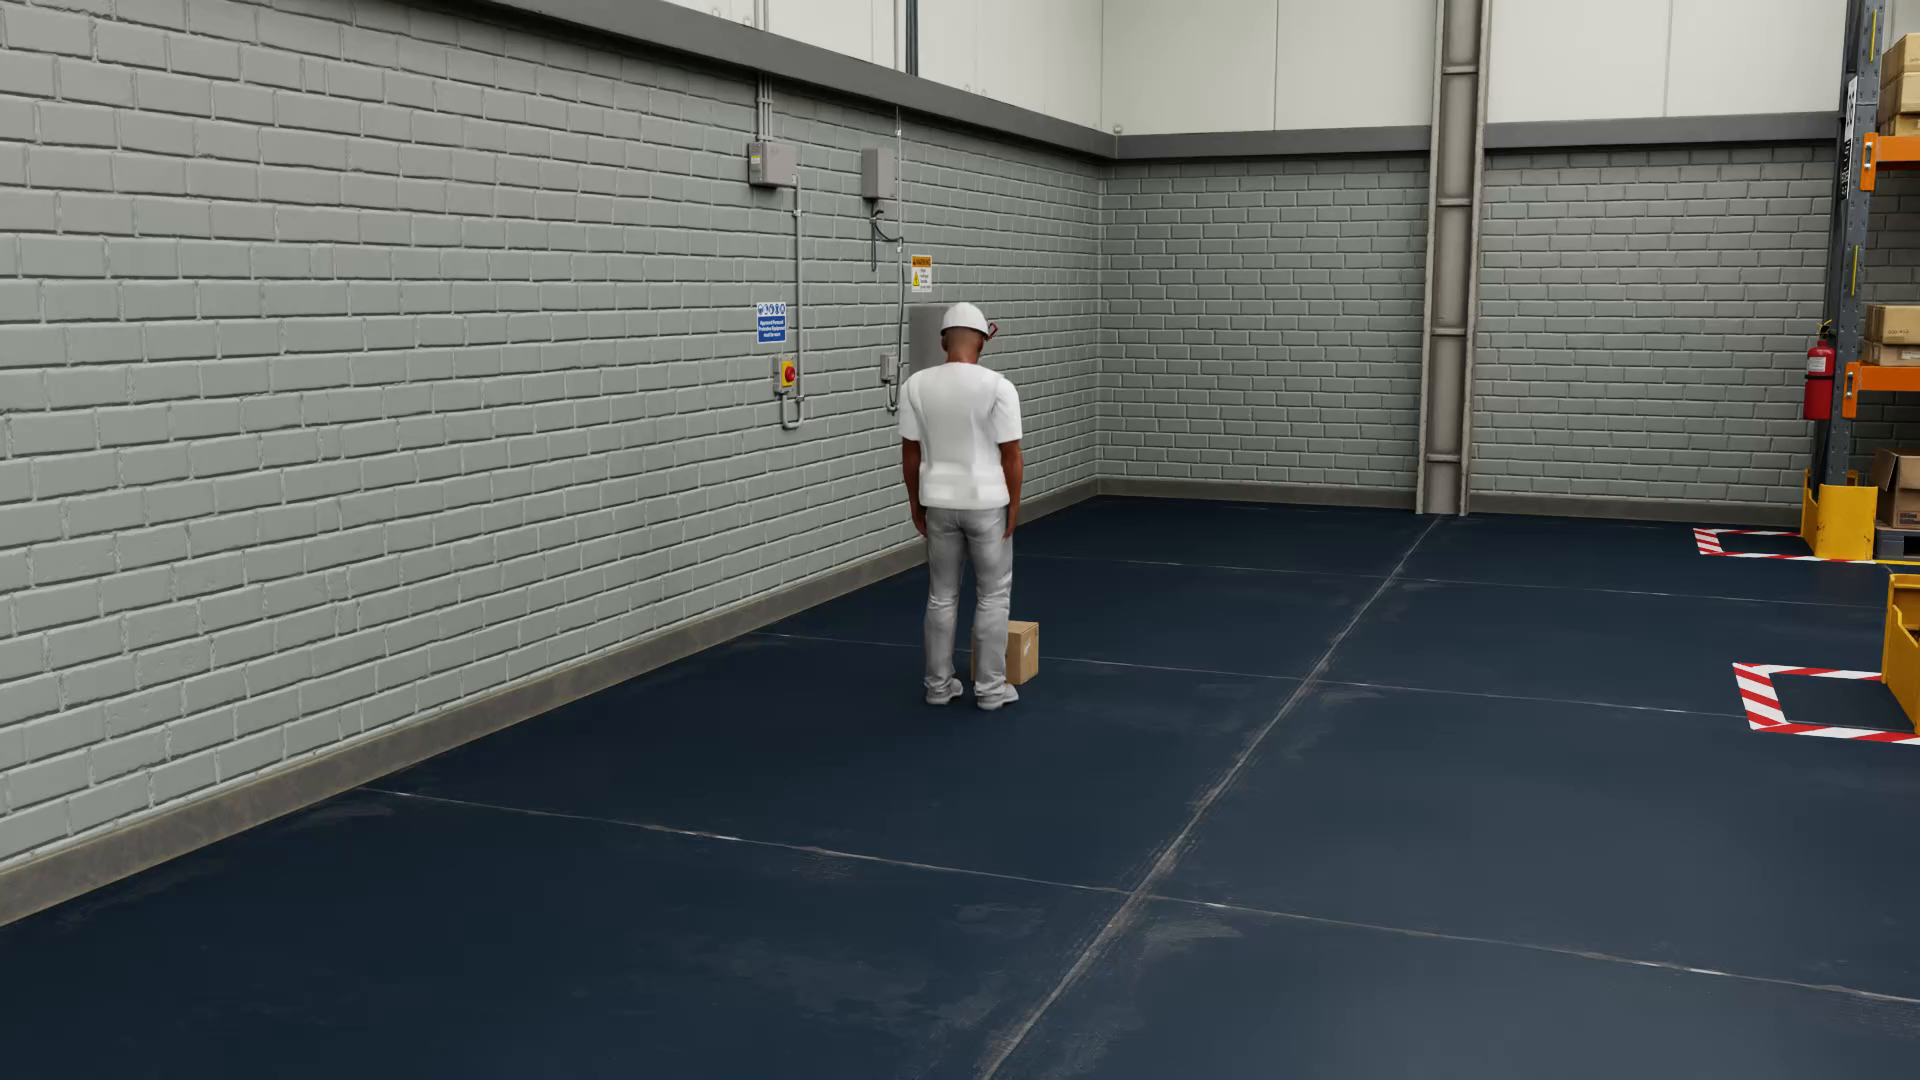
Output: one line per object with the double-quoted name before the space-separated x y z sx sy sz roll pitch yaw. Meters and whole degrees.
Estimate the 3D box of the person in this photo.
"person" 0.015 -0.150 7.280 0.567 1.758 0.368 4 9 22
